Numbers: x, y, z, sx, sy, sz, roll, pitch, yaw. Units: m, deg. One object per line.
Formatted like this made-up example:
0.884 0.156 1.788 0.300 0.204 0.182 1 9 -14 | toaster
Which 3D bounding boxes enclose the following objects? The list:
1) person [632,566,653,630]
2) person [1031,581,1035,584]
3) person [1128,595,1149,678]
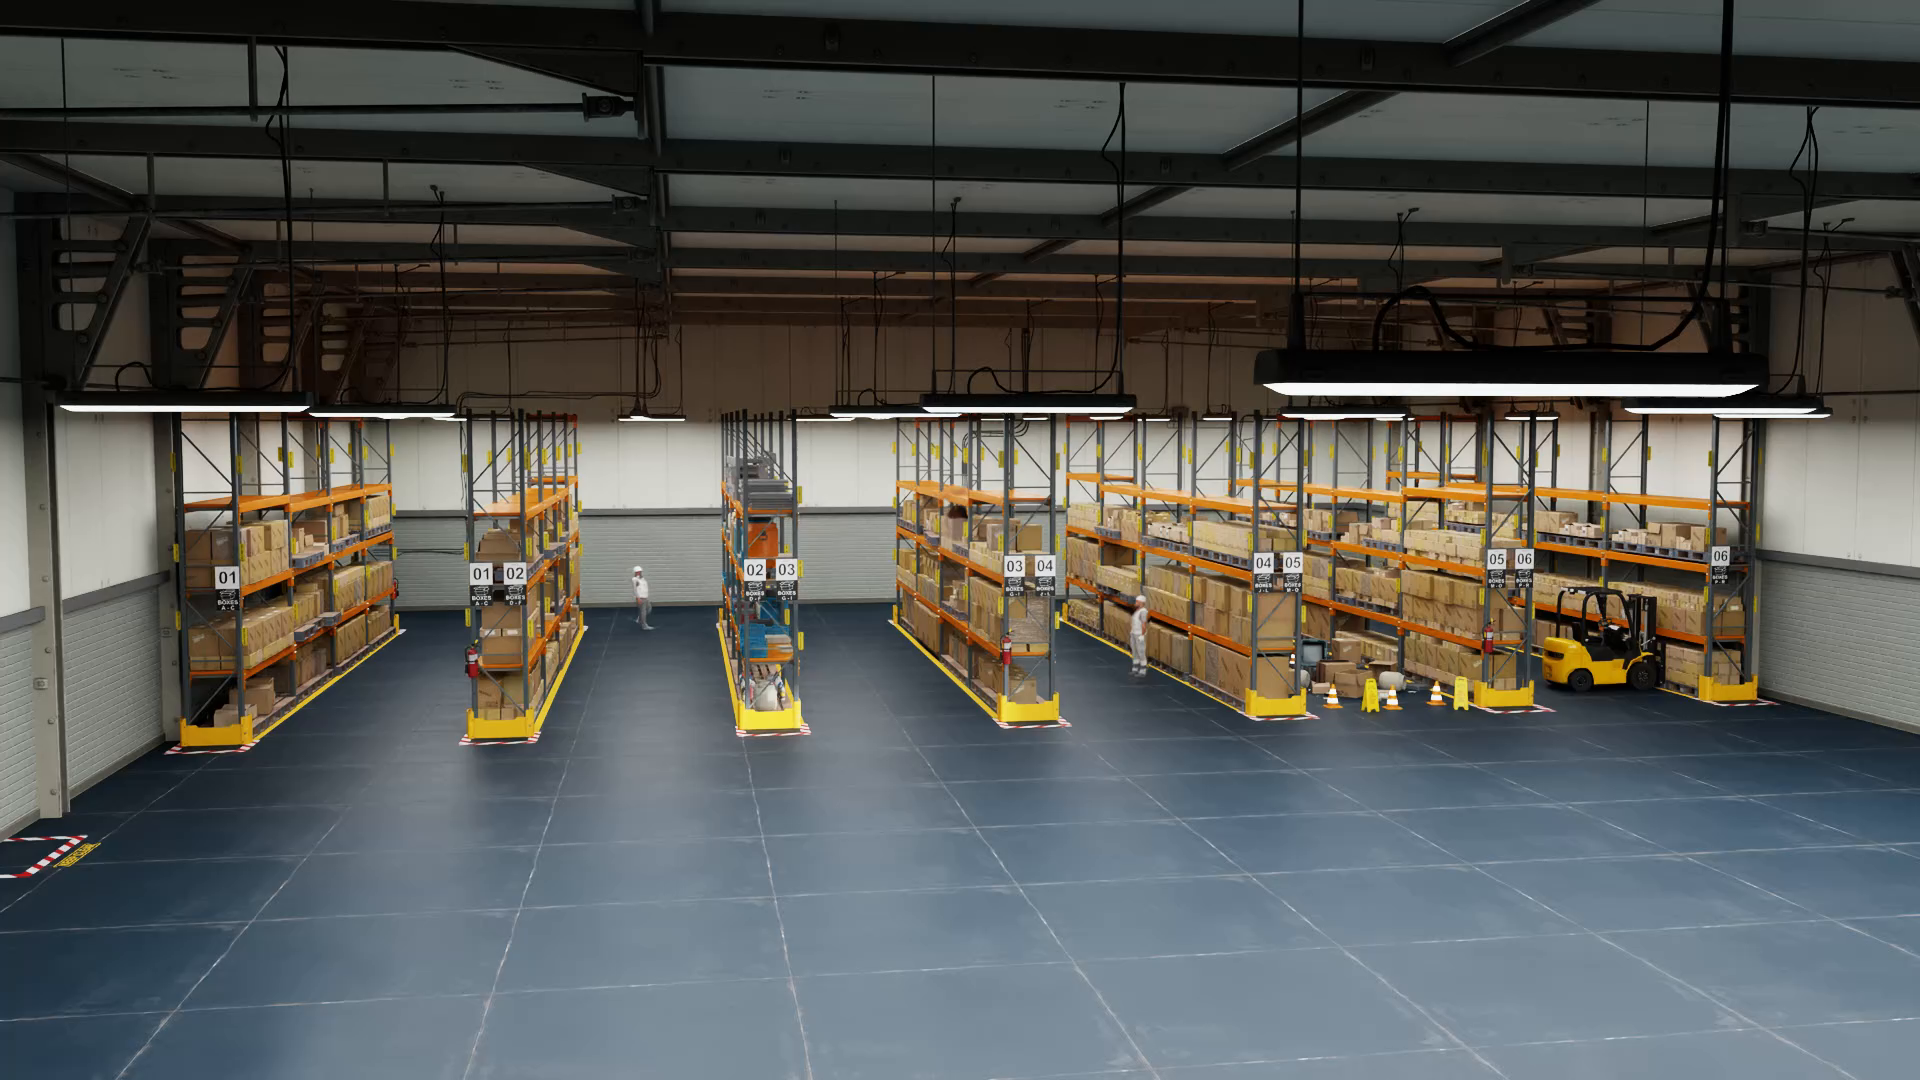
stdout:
-8.816 1.617 46.270 0.567 1.774 0.565 0 4 4 | person
2.208 1.344 50.199 0.632 1.724 1.135 0 4 5 | person
3.935 2.115 36.721 0.399 1.794 0.595 -2 4 -26 | person
